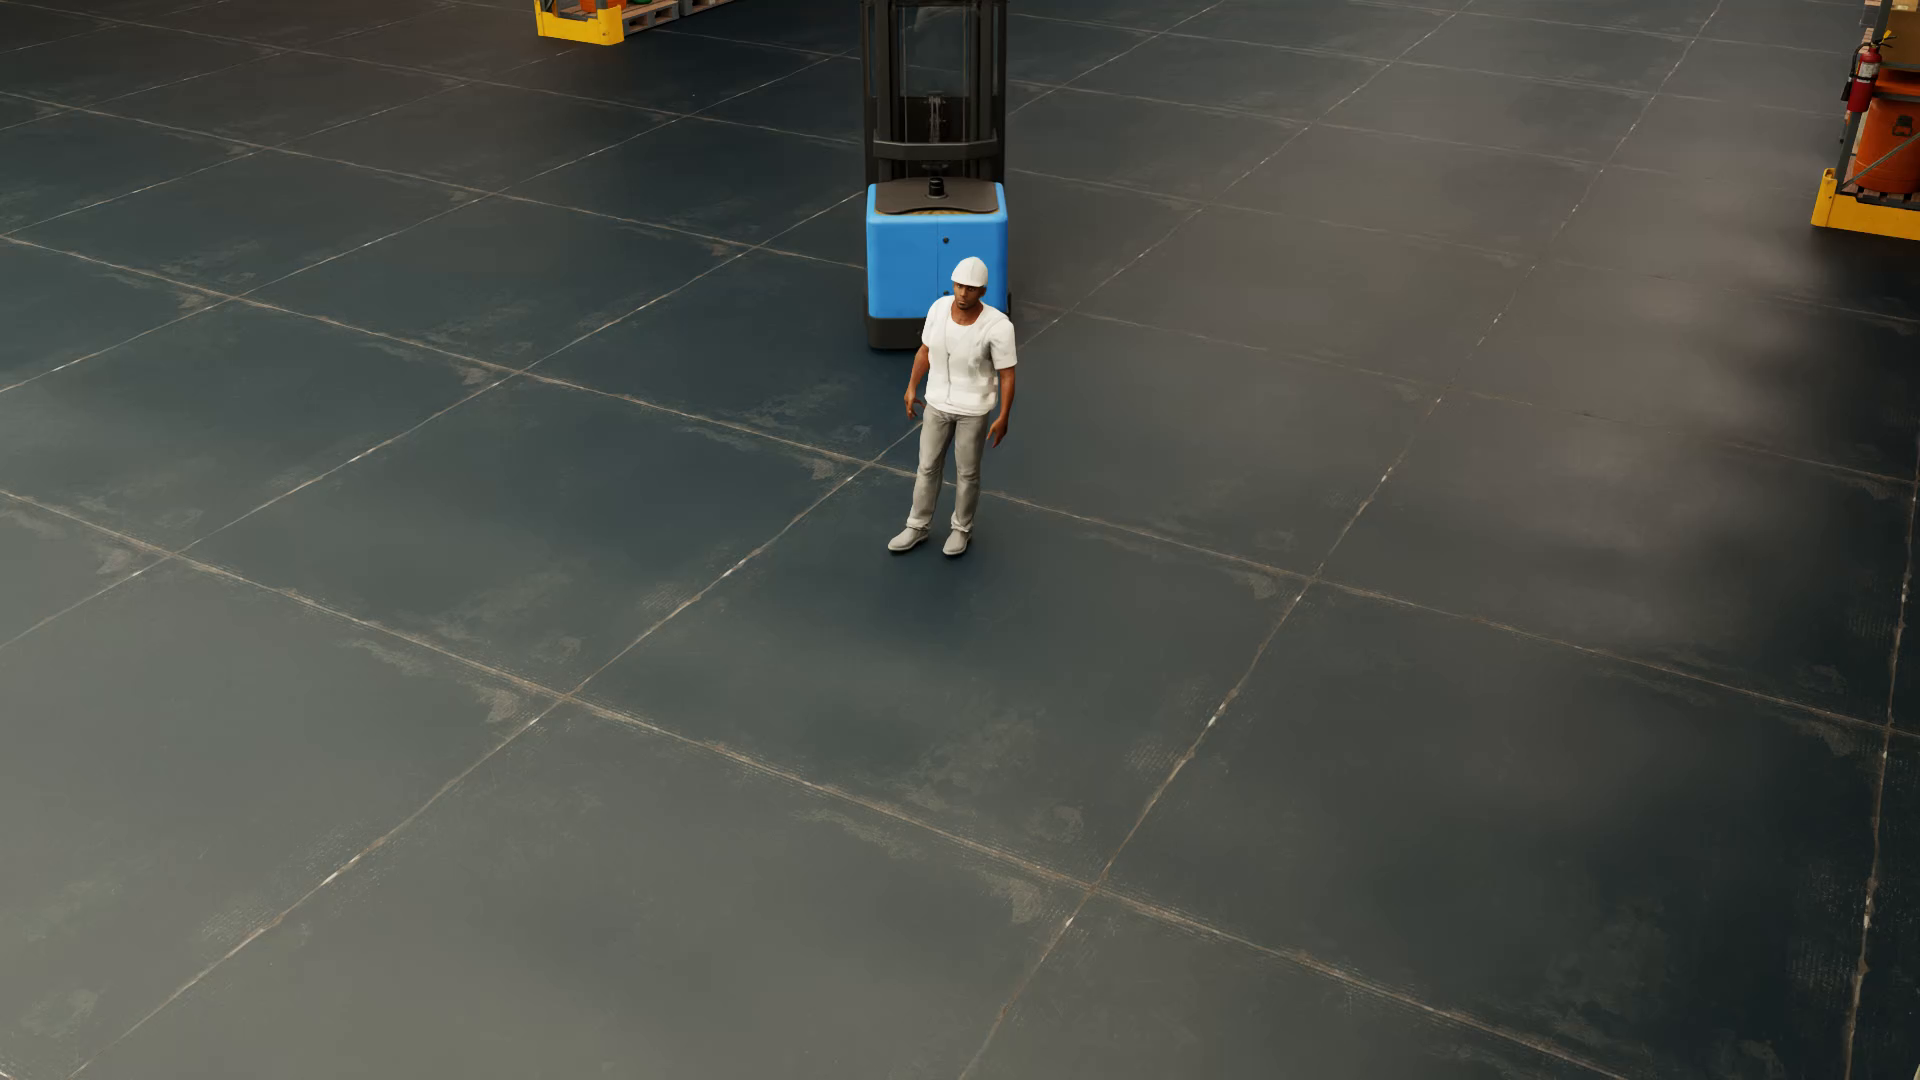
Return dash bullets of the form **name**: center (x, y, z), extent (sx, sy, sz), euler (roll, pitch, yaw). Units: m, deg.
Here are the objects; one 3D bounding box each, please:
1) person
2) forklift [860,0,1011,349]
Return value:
- **person**: center (-0.039, -0.742, 9.507), extent (0.665, 1.768, 0.575), euler (15, 33, 25)
- **forklift**: center (-0.204, -3.384, 12.935), extent (1.130, 2.935, 3.031), euler (-1, 30, -1)
